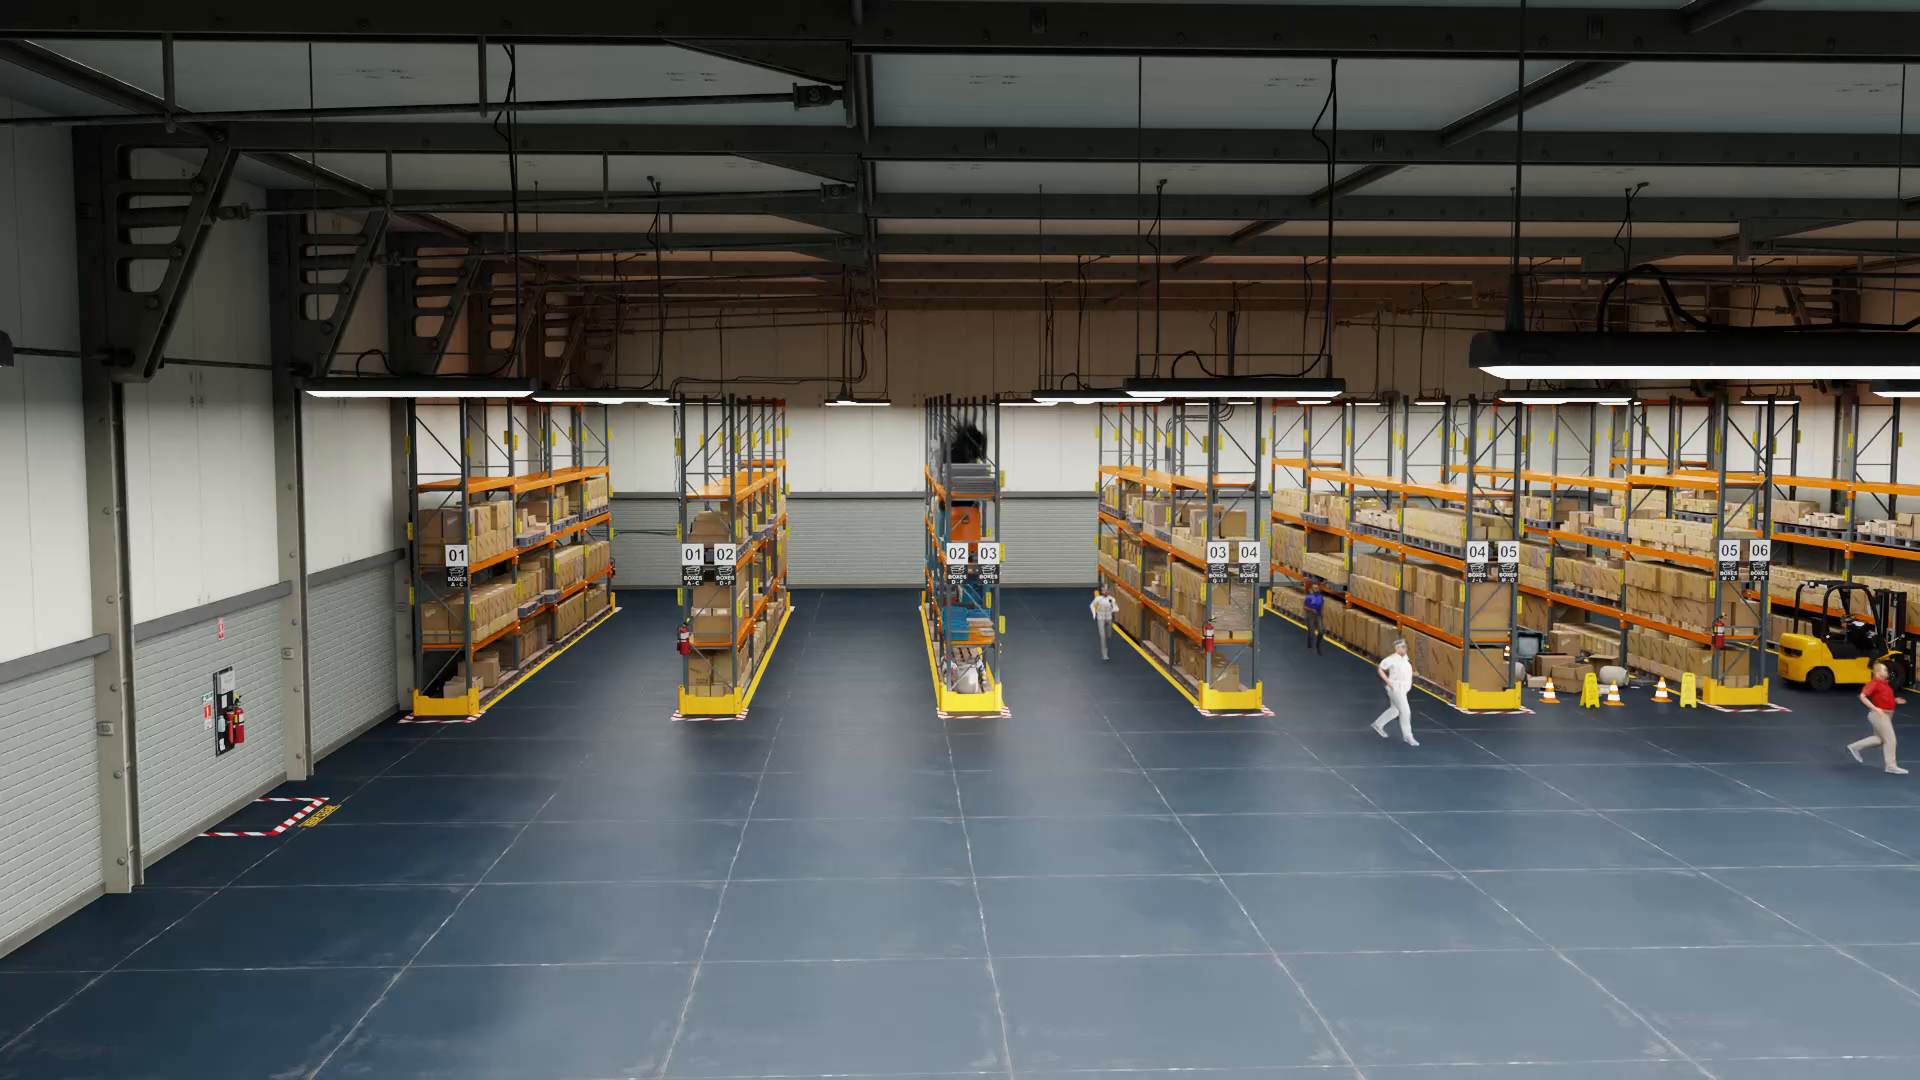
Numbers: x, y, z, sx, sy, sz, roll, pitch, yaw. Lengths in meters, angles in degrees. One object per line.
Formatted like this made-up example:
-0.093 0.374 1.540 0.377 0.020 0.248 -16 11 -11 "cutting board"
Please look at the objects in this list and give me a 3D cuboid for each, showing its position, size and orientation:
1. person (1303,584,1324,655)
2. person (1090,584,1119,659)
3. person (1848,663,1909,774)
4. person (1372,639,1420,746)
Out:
8.272 1.856 38.757 0.572 1.683 0.697 0 5 -6 "person"
3.331 1.841 38.167 0.611 1.682 0.921 -1 5 -6 "person"
14.496 2.792 26.231 0.921 1.696 0.674 4 6 43 "person"
7.516 2.581 28.568 0.910 1.818 0.640 4 6 38 "person"
